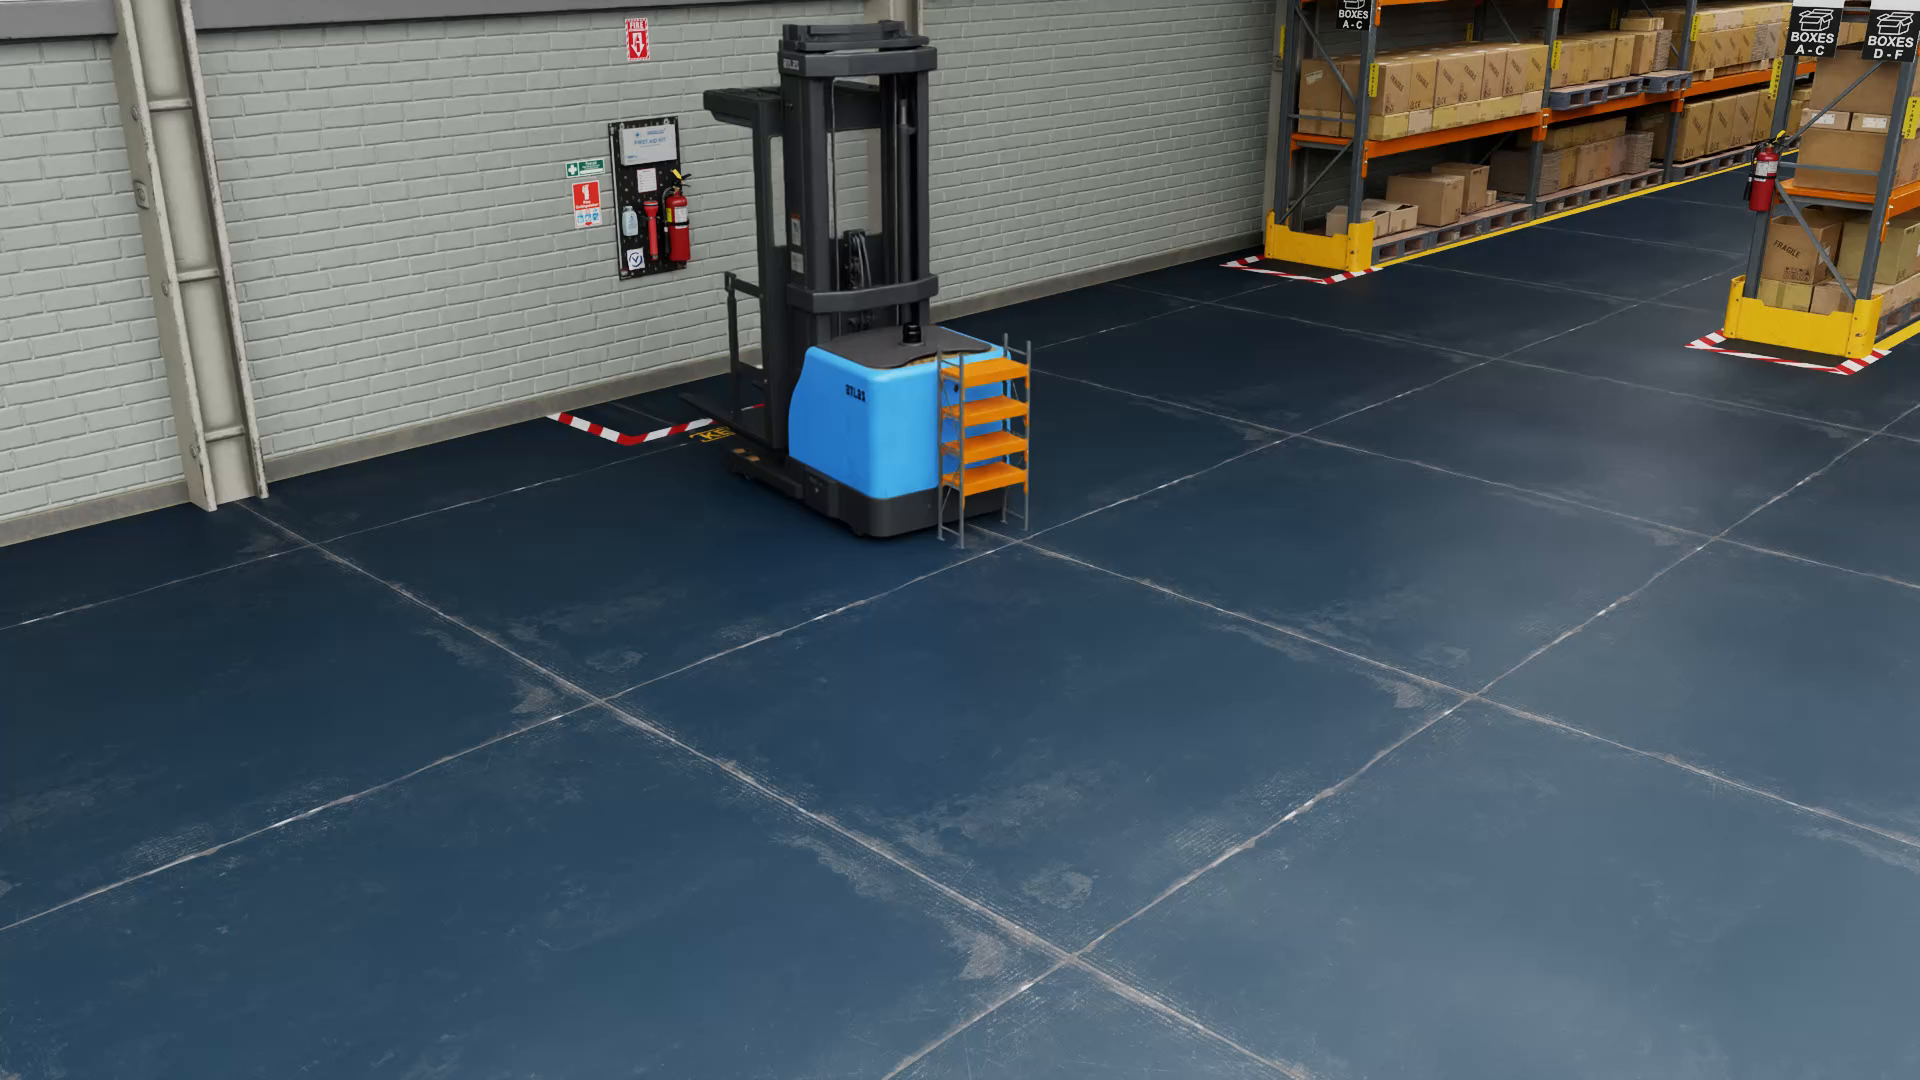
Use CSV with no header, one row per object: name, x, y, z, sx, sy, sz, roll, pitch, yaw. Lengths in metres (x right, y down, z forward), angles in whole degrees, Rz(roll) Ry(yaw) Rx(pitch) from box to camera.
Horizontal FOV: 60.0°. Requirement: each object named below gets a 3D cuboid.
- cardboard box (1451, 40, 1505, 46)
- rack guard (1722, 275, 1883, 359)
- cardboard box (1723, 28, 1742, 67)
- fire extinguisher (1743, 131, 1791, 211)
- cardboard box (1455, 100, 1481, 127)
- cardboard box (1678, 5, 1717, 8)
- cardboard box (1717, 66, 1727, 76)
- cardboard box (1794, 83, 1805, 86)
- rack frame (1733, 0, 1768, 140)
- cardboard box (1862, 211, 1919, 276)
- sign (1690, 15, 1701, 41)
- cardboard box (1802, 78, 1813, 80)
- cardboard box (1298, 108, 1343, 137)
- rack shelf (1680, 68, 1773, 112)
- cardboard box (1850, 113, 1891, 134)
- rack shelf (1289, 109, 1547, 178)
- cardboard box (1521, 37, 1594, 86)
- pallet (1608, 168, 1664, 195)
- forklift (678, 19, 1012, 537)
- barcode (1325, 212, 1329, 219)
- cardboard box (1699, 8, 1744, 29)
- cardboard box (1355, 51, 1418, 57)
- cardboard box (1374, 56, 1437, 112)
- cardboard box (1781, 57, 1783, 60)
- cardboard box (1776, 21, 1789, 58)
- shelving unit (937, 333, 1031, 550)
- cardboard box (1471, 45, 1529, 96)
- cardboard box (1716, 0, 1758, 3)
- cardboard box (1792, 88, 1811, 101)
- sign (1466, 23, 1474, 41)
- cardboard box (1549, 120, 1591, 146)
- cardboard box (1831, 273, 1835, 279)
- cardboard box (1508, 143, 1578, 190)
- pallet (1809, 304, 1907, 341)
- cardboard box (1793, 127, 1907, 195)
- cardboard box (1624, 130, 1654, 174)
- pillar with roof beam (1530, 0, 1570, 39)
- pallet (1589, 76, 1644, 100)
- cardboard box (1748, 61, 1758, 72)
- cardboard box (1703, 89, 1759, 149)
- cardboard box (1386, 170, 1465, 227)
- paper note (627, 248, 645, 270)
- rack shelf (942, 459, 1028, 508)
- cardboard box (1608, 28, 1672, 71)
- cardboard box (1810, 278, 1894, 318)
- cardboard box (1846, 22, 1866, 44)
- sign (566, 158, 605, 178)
cardboard box,6.079,-5.607,19.617,0.500,0.500,0.500,18,28,39
rack guard,7.301,-1.946,14.440,1.175,0.500,0.348,19,28,41
cardboard box,10.588,-6.929,23.340,0.500,0.500,0.500,19,28,40
fire extinguisher,6.903,-3.169,14.245,0.296,0.674,0.183,19,28,41
cardboard box,5.400,-4.739,18.404,0.500,0.250,0.500,20,28,41
cardboard box,10.557,-7.535,23.870,0.500,0.250,0.500,18,28,39
cardboard box,10.620,-6.671,23.571,0.250,0.149,0.380,-20,28,-41
cardboard box,13.395,-7.289,26.851,0.380,0.149,0.250,19,28,40
rack frame,12.138,-7.442,25.257,1.000,3.000,0.127,19,28,41
cardboard box,8.539,-2.724,15.184,0.500,0.500,0.500,19,28,41
sign,9.743,-6.784,22.041,0.100,0.325,0.005,19,28,41
cardboard box,14.103,-7.549,27.530,0.380,0.149,0.250,19,28,41
cardboard box,3.954,-4.466,17.693,0.500,0.250,0.500,-20,28,-41
rack shelf,10.742,-6.592,24.048,1.077,0.370,4.000,19,28,41
cardboard box,7.746,-3.515,13.996,0.380,0.149,0.250,19,28,40
rack shelf,5.162,-4.536,18.698,1.077,0.370,4.000,19,28,41
cardboard box,7.331,-5.902,20.497,0.500,0.500,0.700,-17,27,-37
pallet,8.801,-4.912,22.560,1.003,0.211,1.213,19,28,41
forklift,-0.934,-1.855,10.815,1.130,2.935,3.031,-14,25,-33
barcode,4.040,-3.572,18.310,0.001,0.075,0.075,19,28,41
cardboard box,10.569,-7.279,23.205,0.500,0.250,0.500,20,28,41
cardboard box,4.659,-5.082,18.252,0.500,0.500,0.500,18,28,39
cardboard box,4.667,-4.819,17.568,0.500,0.500,0.500,19,28,41
cardboard box,12.105,-7.177,24.888,0.380,0.149,0.250,20,28,41
cardboard box,11.996,-7.455,24.709,0.500,0.500,0.500,19,28,40
shelving unit,0.141,-0.590,9.937,0.503,1.200,0.258,-15,25,-33
cardboard box,6.104,-5.347,18.940,0.500,0.500,0.500,19,28,40
cardboard box,11.630,-7.934,24.909,0.500,0.250,0.500,-19,28,-40
cardboard box,13.102,-6.983,26.057,0.250,0.149,0.380,-19,28,-40
sign,6.157,-6.064,20.058,0.100,0.325,0.005,19,28,41
cardboard box,7.723,-5.217,21.292,0.500,0.250,0.500,18,28,39
cardboard box,7.821,-2.375,15.319,0.500,0.250,0.500,19,28,41
cardboard box,7.383,-4.763,21.157,0.700,0.500,0.500,19,28,40
pallet,7.822,-2.024,15.047,1.003,0.211,1.213,19,28,41
cardboard box,7.653,-3.282,14.294,0.700,0.500,0.500,19,28,41
cardboard box,8.882,-5.255,22.435,0.500,0.500,0.700,-20,29,-41
pillar with roof beam,10.905,-8.019,18.396,9.100,9.000,0.400,19,28,41
pallet,7.996,-5.805,21.265,1.003,0.211,1.213,19,28,41
cardboard box,11.372,-6.922,24.224,0.380,0.149,0.250,19,28,41
cardboard box,11.159,-6.206,24.451,0.750,0.750,0.750,-19,28,-40
cardboard box,5.259,-3.874,18.844,0.700,0.500,0.500,17,27,37
paper note,-2.475,-2.147,12.707,0.016,0.148,0.142,19,28,41
rack shelf,0.141,-0.342,10.032,0.480,0.148,0.258,-15,25,-33
cardboard box,9.027,-6.543,22.164,0.700,0.500,0.500,15,26,35
cardboard box,7.852,-2.114,14.640,0.500,0.250,0.500,19,28,41
cardboard box,14.080,-8.287,27.036,0.980,0.700,0.700,19,28,40
sign,-2.752,-2.733,12.215,0.001,0.109,0.331,19,28,41
